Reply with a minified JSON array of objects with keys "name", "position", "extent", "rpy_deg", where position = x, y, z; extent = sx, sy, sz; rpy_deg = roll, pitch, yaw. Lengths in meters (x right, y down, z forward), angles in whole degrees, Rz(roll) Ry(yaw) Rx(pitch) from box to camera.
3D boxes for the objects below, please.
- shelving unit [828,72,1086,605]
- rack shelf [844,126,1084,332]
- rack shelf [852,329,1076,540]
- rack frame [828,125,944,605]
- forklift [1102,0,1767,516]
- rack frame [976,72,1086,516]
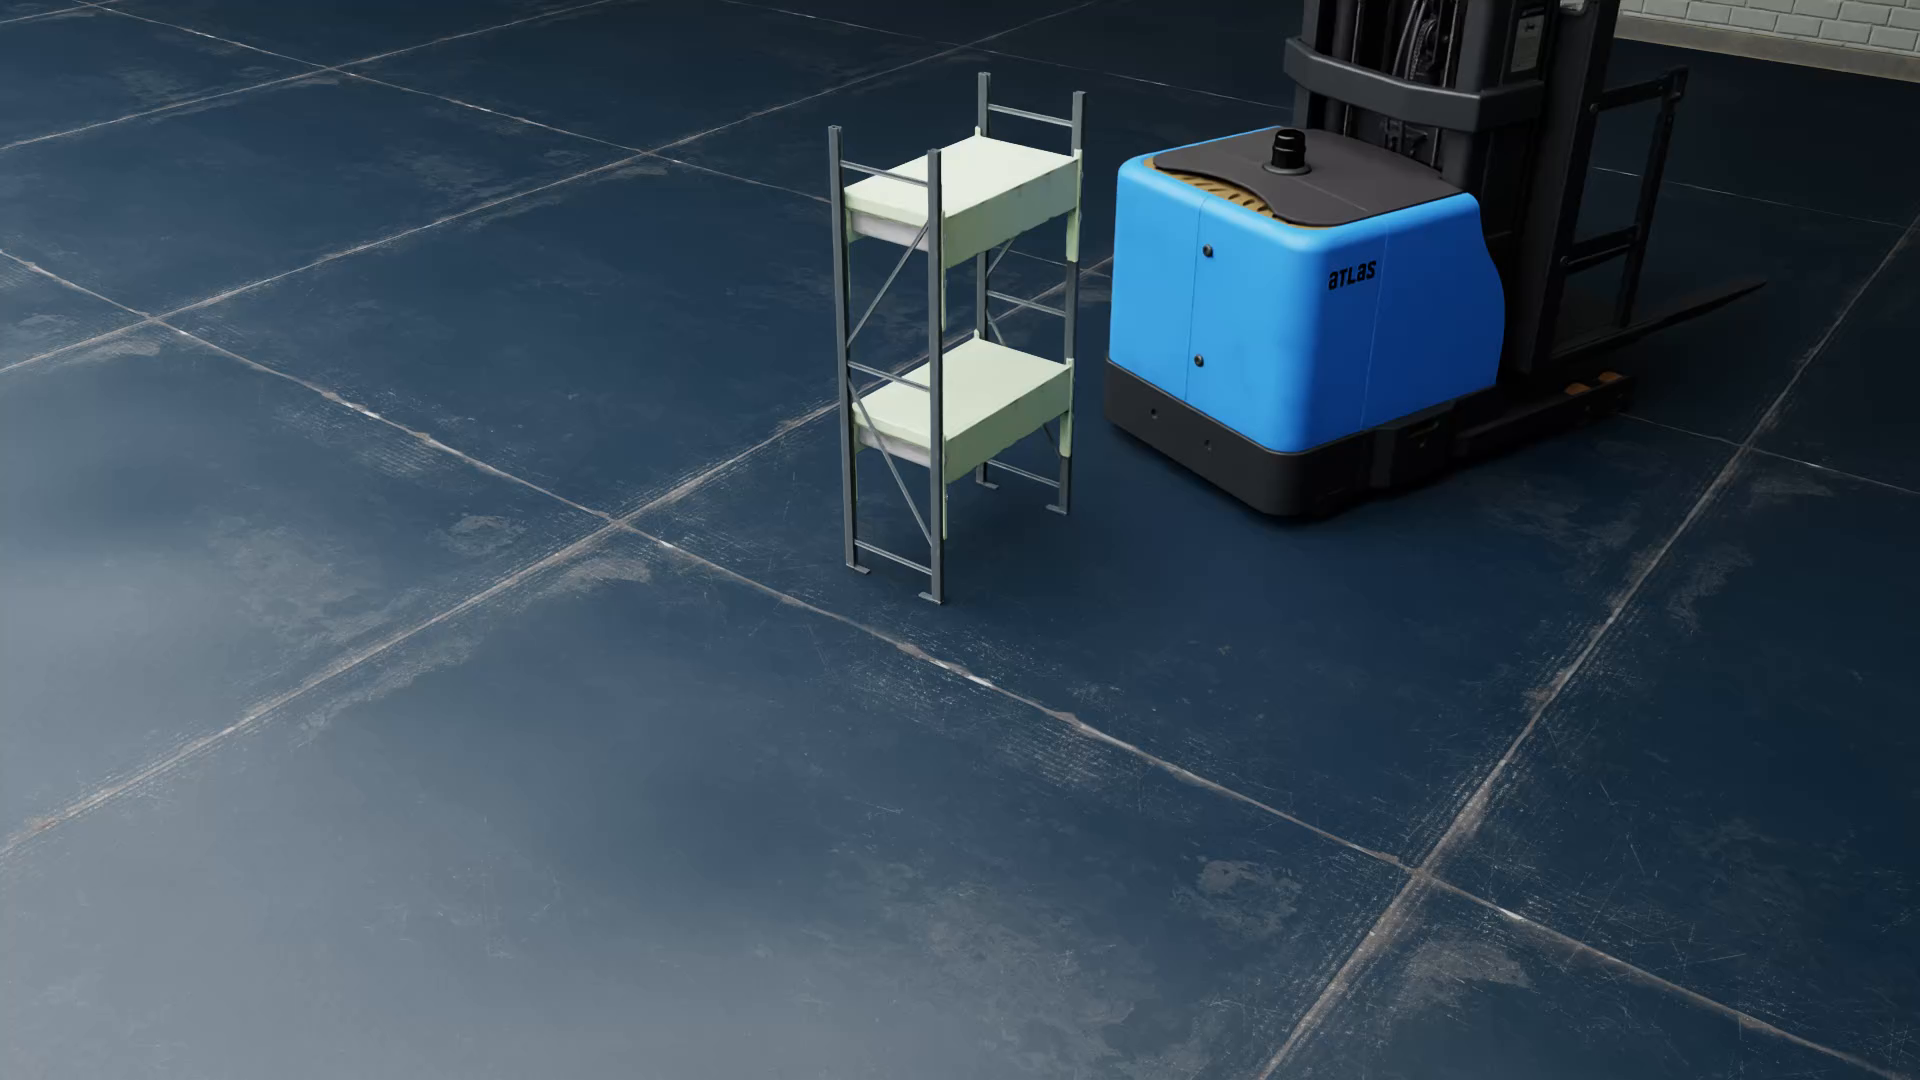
[{"name":"shelving unit","position":[0.004,-0.648,5.372],"extent":[0.431,1.500,0.755],"rpy_deg":[21,37,31]},{"name":"rack shelf","position":[0.004,-0.984,5.173],"extent":[0.431,0.370,0.720],"rpy_deg":[21,37,31]},{"name":"rack shelf","position":[0.004,-0.367,5.538],"extent":[0.431,0.370,0.720],"rpy_deg":[21,37,31]},{"name":"rack frame","position":[-0.217,-0.499,5.121],"extent":[0.400,1.500,0.023],"rpy_deg":[21,37,31]},{"name":"forklift","position":[2.061,-1.910,6.098],"extent":[3.031,2.935,1.130],"rpy_deg":[-19,35,-28]},{"name":"rack frame","position":[0.225,-0.797,5.623],"extent":[0.400,1.500,0.023],"rpy_deg":[21,37,31]}]
